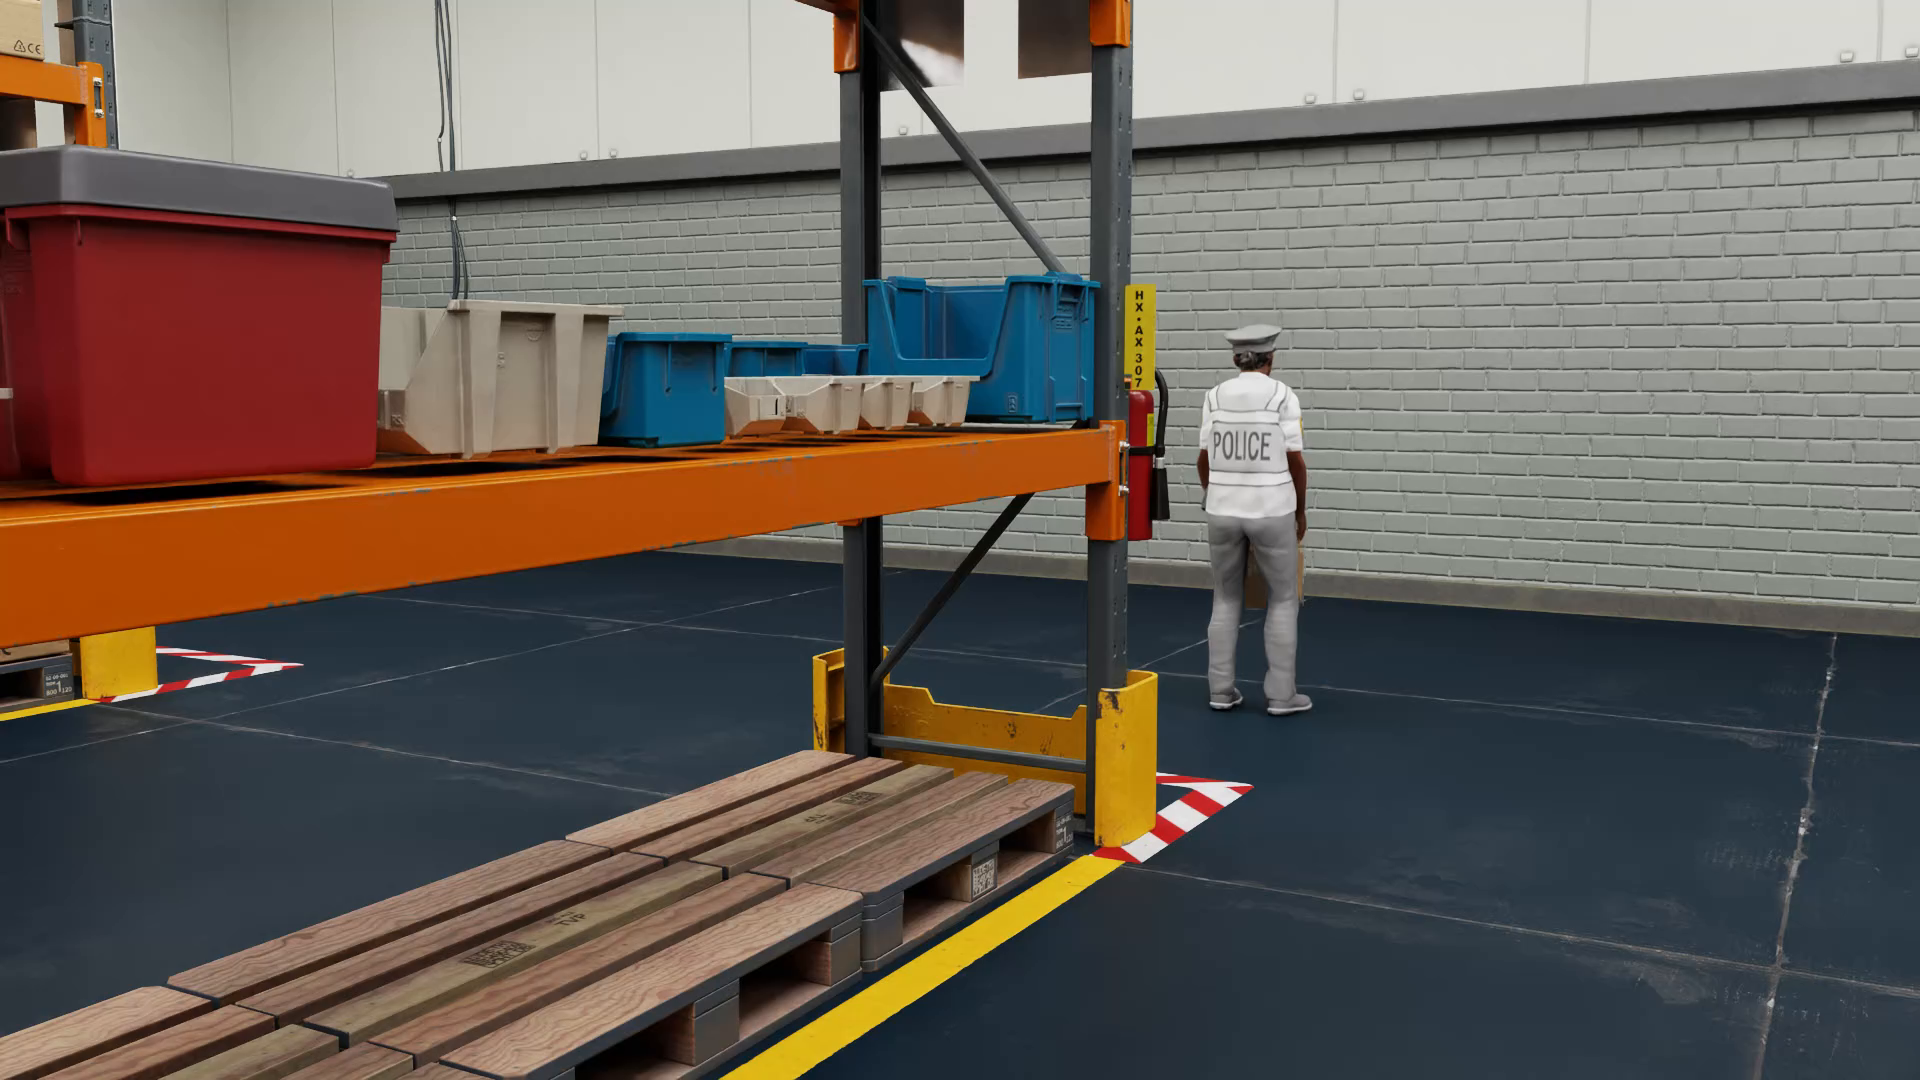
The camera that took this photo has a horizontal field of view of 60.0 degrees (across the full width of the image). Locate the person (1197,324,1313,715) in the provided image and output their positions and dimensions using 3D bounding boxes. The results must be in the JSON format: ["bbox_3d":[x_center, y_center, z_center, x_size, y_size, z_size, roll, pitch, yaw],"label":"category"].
[{"bbox_3d":[1.264,-0.091,7.166,0.492,1.672,0.372,3,7,27],"label":"person"}]
